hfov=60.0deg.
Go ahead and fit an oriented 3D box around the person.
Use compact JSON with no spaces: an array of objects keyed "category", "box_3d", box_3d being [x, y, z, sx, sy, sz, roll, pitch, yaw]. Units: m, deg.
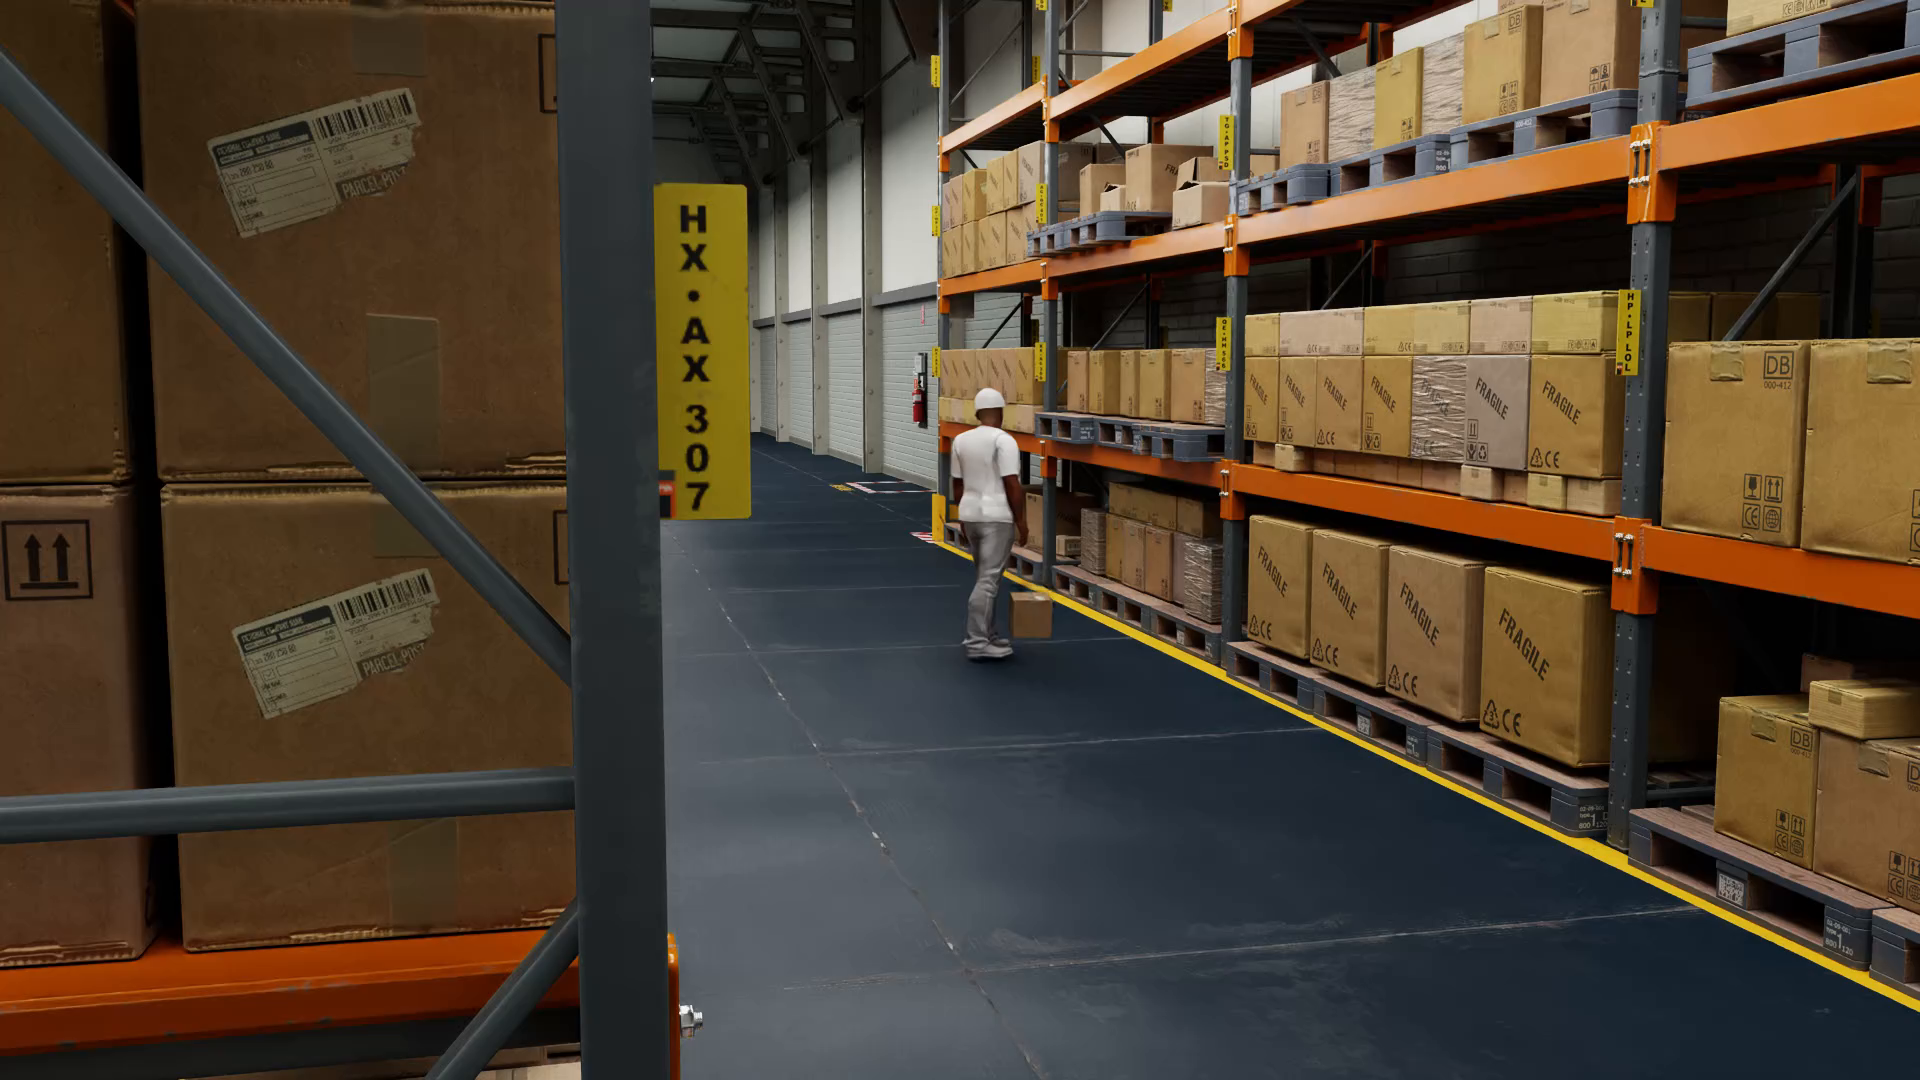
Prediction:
[{"category":"person","box_3d":[0.188,-0.114,10.934,0.556,1.761,0.581,-5,8,-40]}]
